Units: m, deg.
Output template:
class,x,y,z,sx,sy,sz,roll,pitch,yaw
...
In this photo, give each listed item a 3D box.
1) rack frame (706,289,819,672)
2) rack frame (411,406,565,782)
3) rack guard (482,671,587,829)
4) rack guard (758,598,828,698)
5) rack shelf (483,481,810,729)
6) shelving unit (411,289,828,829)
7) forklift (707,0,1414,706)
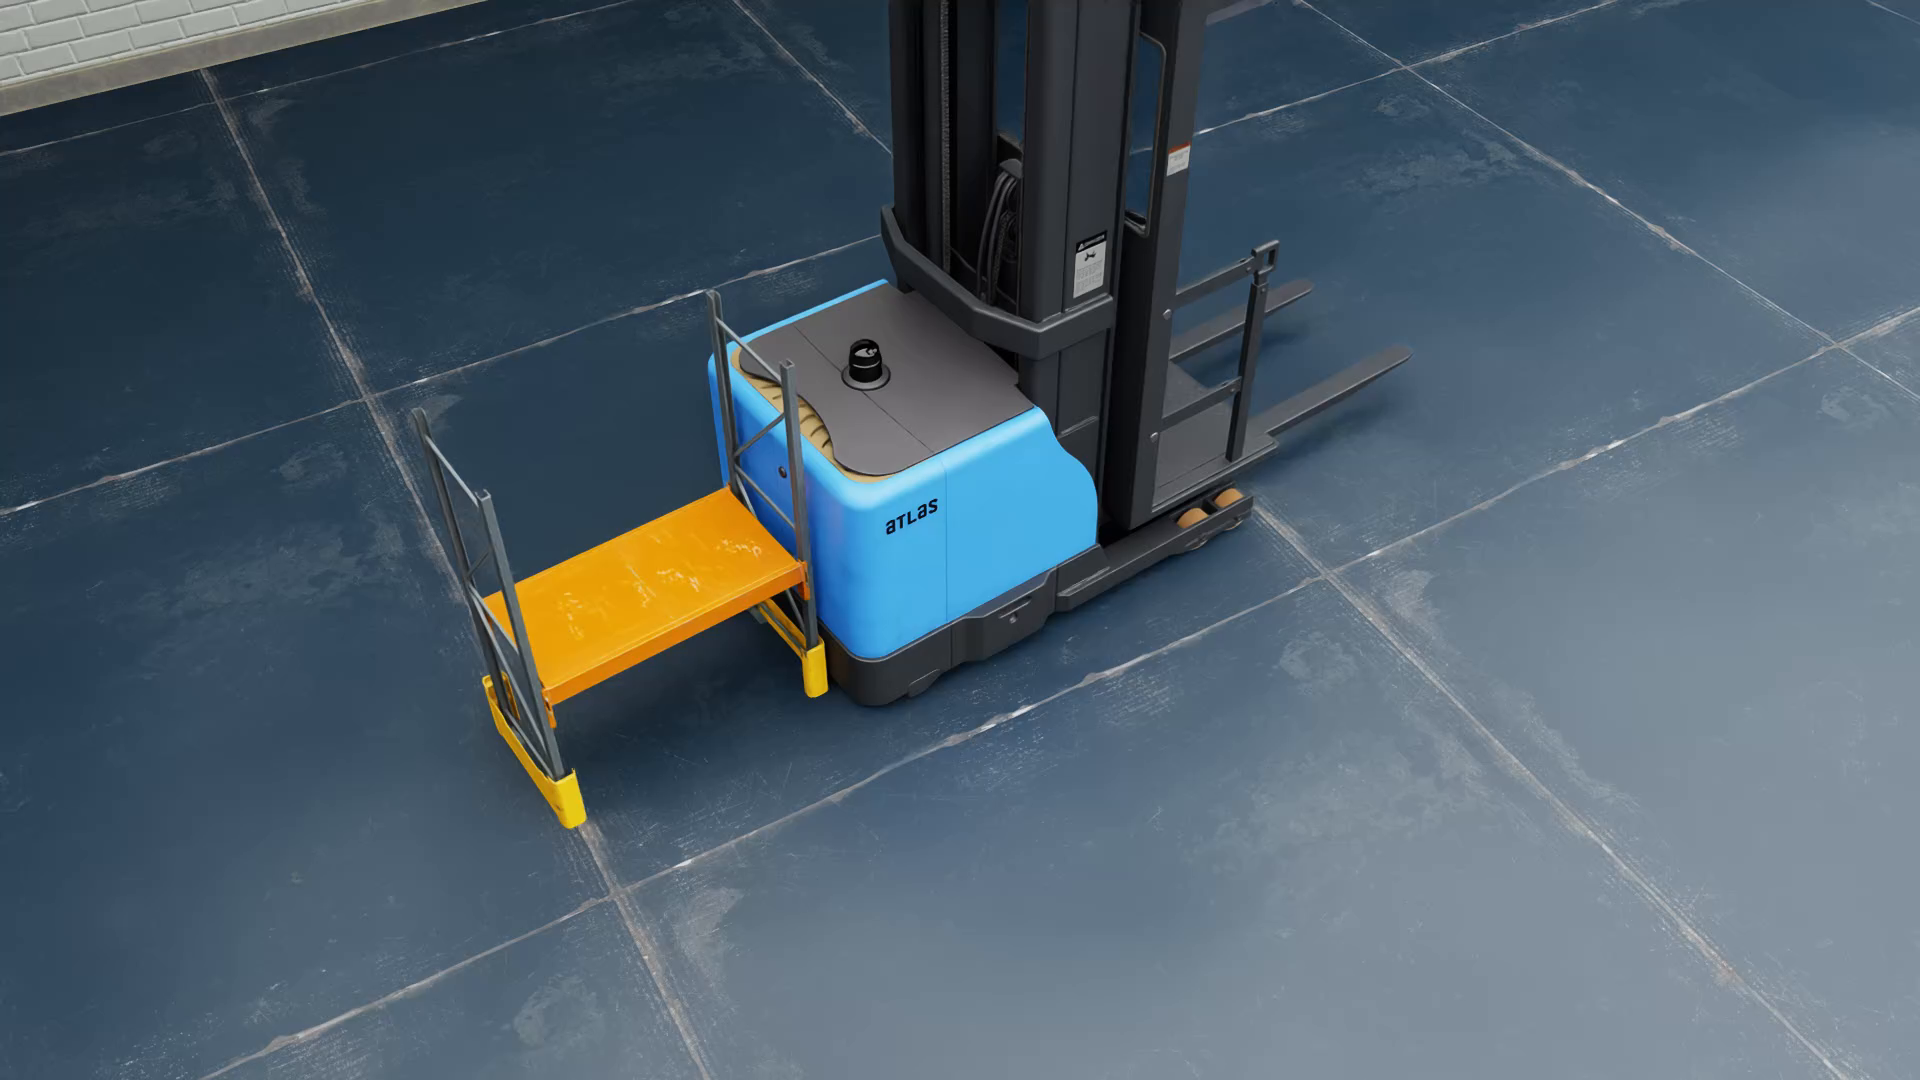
class,x,y,z,sx,sy,sz,roll,pitch,yaw
rack frame,-0.672,-0.137,5.815,0.032,1.500,0.500,-27,50,-25
rack frame,-1.492,0.281,5.383,0.032,1.500,0.500,-27,50,-25
rack guard,-1.491,0.729,5.819,0.087,0.250,0.587,-27,50,-25
rack guard,-0.687,0.319,6.242,0.087,0.250,0.587,-27,50,-25
rack shelf,-1.082,0.201,5.724,1.000,0.185,0.538,-27,50,-25
shelving unit,-1.089,0.076,5.595,1.083,1.500,0.587,-27,50,-25
forklift,0.575,-1.286,5.971,3.031,2.935,1.130,-27,50,-25
